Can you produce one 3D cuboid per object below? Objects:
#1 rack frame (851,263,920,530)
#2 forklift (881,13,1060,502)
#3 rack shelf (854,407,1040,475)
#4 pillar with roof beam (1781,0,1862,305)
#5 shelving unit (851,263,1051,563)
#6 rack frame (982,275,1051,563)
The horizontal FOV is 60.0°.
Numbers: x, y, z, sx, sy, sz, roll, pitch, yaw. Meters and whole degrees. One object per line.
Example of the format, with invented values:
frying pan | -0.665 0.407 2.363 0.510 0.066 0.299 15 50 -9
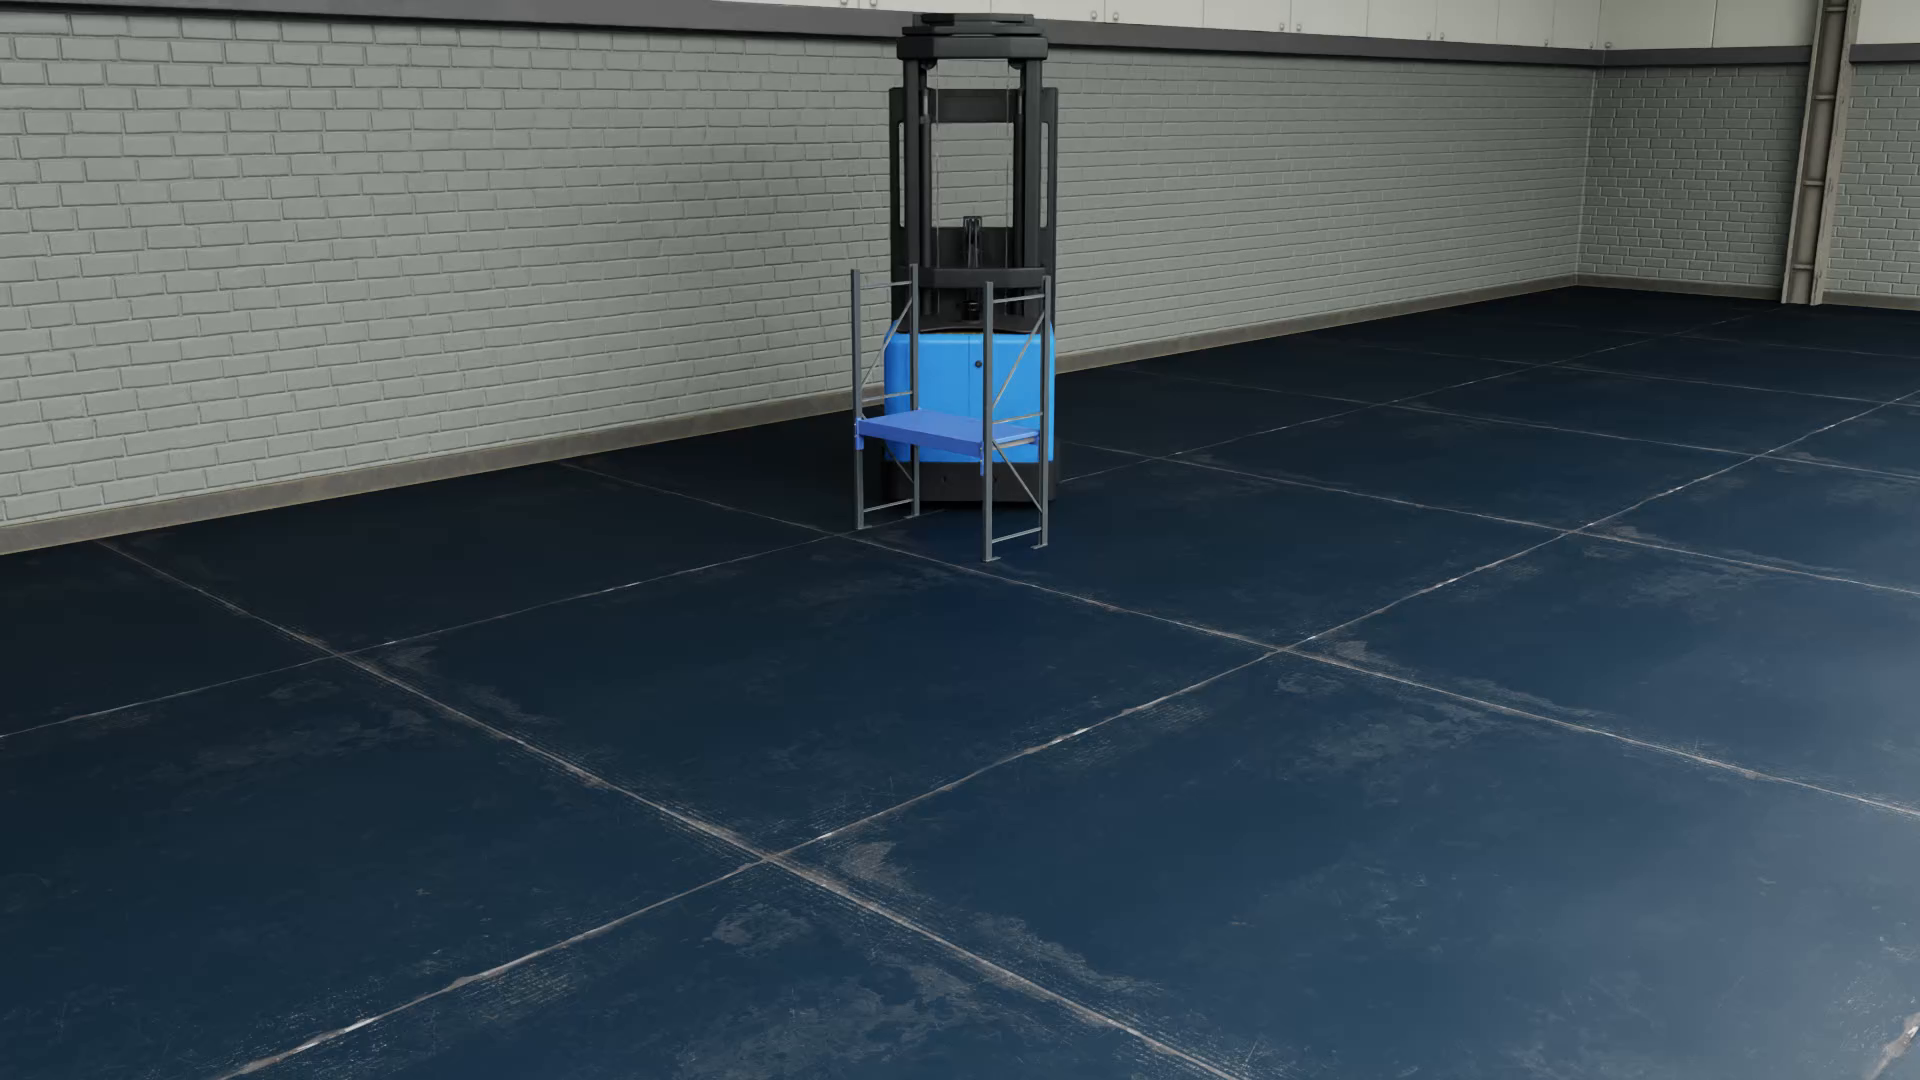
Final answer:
rack frame | -0.427 -0.830 9.642 0.032 1.500 0.500 14 20 42
forklift | 0.094 -1.961 11.146 1.130 2.935 3.031 0 15 2
rack shelf | -0.061 -0.567 9.346 1.000 0.185 0.538 14 20 42
pillar with roof beam | 7.542 -6.538 16.677 0.400 9.000 9.100 14 20 42
shelving unit | -0.061 -0.741 9.300 1.048 1.500 0.538 14 20 42
rack frame | 0.305 -0.652 8.959 0.032 1.500 0.500 14 20 42
